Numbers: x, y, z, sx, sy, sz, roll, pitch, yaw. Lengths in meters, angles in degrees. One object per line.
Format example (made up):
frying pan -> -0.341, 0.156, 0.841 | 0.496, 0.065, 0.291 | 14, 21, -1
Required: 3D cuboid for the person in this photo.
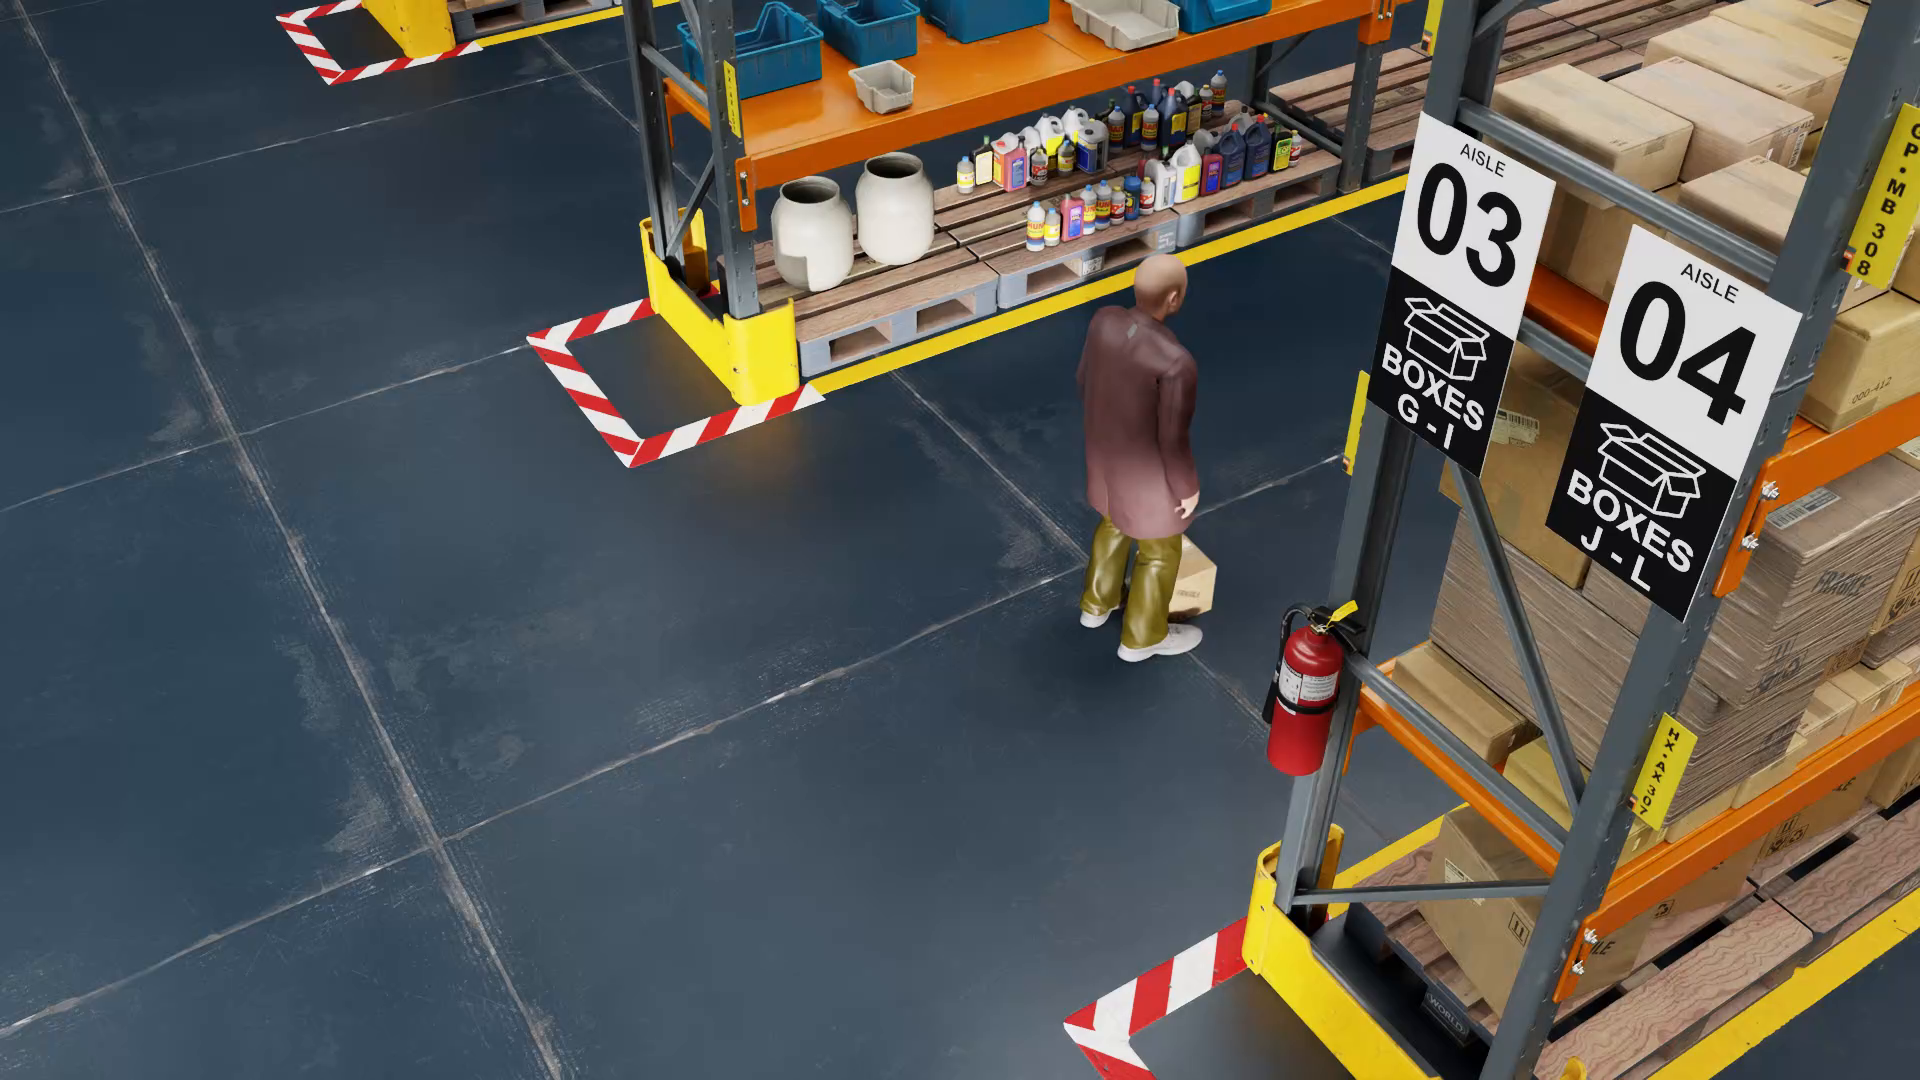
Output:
person -> 0.705, -0.316, 6.543 | 0.427, 1.773, 0.635 | -24, 46, -26
